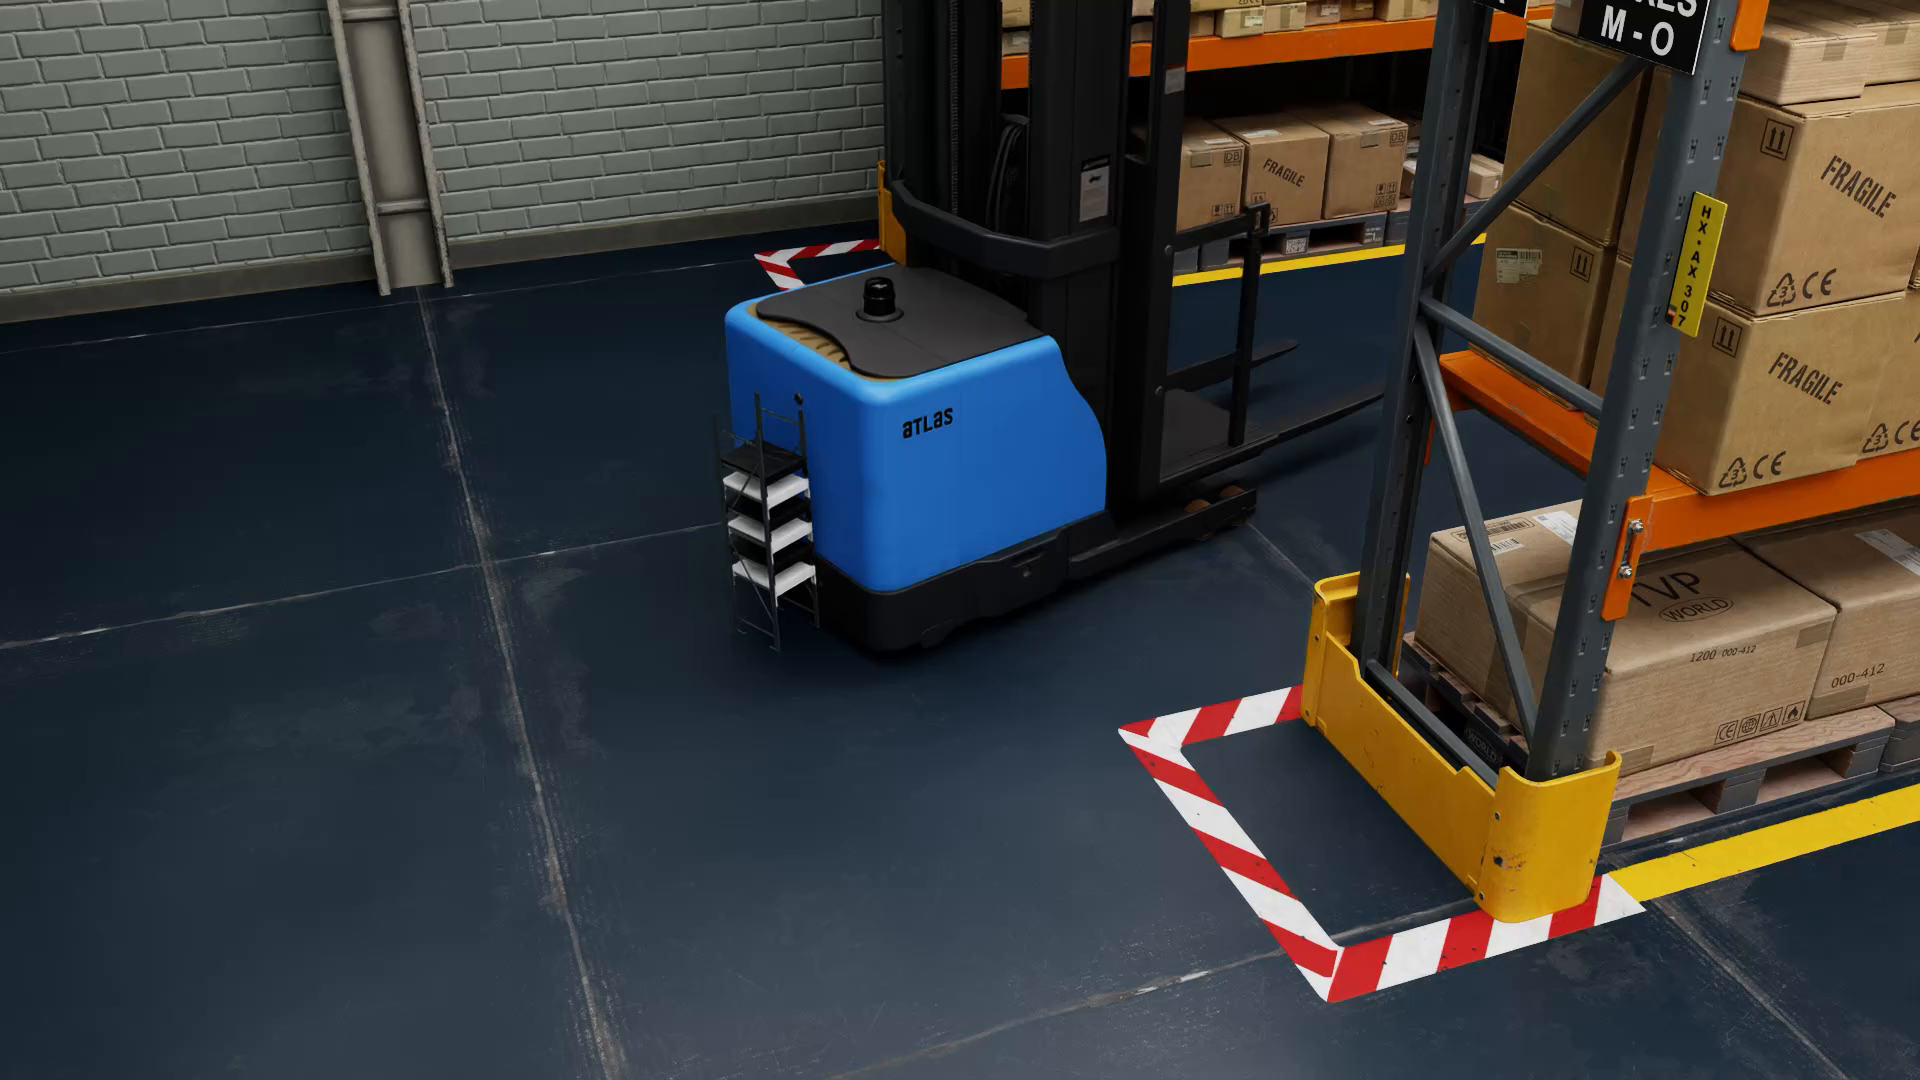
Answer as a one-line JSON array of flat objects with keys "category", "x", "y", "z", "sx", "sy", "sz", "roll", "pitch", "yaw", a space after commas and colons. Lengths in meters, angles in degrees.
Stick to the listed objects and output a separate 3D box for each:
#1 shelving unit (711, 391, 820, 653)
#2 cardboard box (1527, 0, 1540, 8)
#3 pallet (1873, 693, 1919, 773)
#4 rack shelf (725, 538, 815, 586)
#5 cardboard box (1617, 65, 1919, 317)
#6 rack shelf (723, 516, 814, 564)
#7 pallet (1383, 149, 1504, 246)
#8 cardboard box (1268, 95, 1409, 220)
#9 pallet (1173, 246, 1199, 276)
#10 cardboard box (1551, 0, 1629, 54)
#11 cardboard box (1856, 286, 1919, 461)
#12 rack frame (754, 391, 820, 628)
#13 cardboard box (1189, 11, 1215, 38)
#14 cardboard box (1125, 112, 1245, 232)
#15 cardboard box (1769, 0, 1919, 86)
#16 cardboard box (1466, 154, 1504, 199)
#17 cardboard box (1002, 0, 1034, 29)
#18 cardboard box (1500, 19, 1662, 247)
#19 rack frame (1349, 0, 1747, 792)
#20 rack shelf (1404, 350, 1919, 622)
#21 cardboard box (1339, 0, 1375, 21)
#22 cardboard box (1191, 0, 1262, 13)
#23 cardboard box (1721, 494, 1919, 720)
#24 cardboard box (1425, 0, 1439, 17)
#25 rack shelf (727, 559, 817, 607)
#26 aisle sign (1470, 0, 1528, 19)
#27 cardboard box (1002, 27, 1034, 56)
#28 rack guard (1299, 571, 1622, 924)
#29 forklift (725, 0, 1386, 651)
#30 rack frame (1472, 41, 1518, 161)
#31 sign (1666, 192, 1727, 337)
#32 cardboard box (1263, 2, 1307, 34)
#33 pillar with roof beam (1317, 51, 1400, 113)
[{"category": "shelving unit", "x": -0.687, "y": -0.056, "z": 5.933, "sx": 0.258, "sy": 0.900, "sz": 0.210, "roll": 23, "pitch": 39, "yaw": 34}, {"category": "cardboard box", "x": 3.102, "y": -3.147, "z": 9.497, "sx": 0.250, "sy": 0.149, "sz": 0.380, "roll": -10, "pitch": 31, "yaw": -16}, {"category": "pallet", "x": 3.398, "y": 0.338, "z": 5.944, "sx": 1.213, "sy": 0.211, "sz": 1.003, "roll": -10, "pitch": 31, "yaw": -18}, {"category": "rack shelf", "x": -0.684, "y": 0.049, "z": 5.997, "sx": 0.258, "sy": 0.077, "sz": 0.200, "roll": 23, "pitch": 39, "yaw": 34}, {"category": "cardboard box", "x": 2.084, "y": -0.919, "z": 4.222, "sx": 0.500, "sy": 0.500, "sz": 0.500, "roll": -11, "pitch": 32, "yaw": -19}, {"category": "rack shelf", "x": -0.686, "y": -0.028, "z": 5.951, "sx": 0.258, "sy": 0.077, "sz": 0.200, "roll": 23, "pitch": 39, "yaw": 34}, {"category": "pallet", "x": 2.905, "y": -2.154, "z": 10.317, "sx": 1.213, "sy": 0.211, "sz": 1.003, "roll": -10, "pitch": 31, "yaw": -18}, {"category": "cardboard box", "x": 2.194, "y": -2.260, "z": 9.787, "sx": 0.500, "sy": 0.500, "sz": 0.700, "roll": -12, "pitch": 32, "yaw": -19}, {"category": "pallet", "x": 0.618, "y": -1.732, "z": 9.578, "sx": 1.213, "sy": 0.211, "sz": 1.003, "roll": -10, "pitch": 31, "yaw": -18}, {"category": "cardboard box", "x": 1.801, "y": -1.405, "z": 4.420, "sx": 0.250, "sy": 0.149, "sz": 0.380, "roll": -10, "pitch": 31, "yaw": -17}, {"category": "cardboard box", "x": 2.549, "y": -0.584, "z": 4.644, "sx": 0.500, "sy": 0.500, "sz": 0.500, "roll": -11, "pitch": 31, "yaw": -18}, {"category": "rack frame", "x": -0.621, "y": -0.097, "z": 5.999, "sx": 0.240, "sy": 0.900, "sz": 0.006, "roll": 23, "pitch": 39, "yaw": 34}, {"category": "cardboard box", "x": 1.166, "y": -2.804, "z": 8.895, "sx": 0.250, "sy": 0.149, "sz": 0.380, "roll": -10, "pitch": 31, "yaw": -17}, {"category": "cardboard box", "x": 1.221, "y": -2.080, "z": 9.472, "sx": 0.500, "sy": 0.500, "sz": 0.700, "roll": -9, "pitch": 31, "yaw": -16}, {"category": "cardboard box", "x": 2.185, "y": -1.261, "z": 4.168, "sx": 0.250, "sy": 0.149, "sz": 0.380, "roll": -10, "pitch": 31, "yaw": -16}, {"category": "cardboard box", "x": 3.129, "y": -2.195, "z": 10.028, "sx": 0.250, "sy": 0.149, "sz": 0.380, "roll": -11, "pitch": 32, "yaw": -19}, {"category": "cardboard box", "x": 0.319, "y": -2.810, "z": 8.504, "sx": 0.500, "sy": 0.250, "sz": 0.500, "roll": -10, "pitch": 31, "yaw": -17}, {"category": "cardboard box", "x": 1.903, "y": -1.162, "z": 4.649, "sx": 0.500, "sy": 0.500, "sz": 0.500, "roll": -9, "pitch": 31, "yaw": -16}, {"category": "rack frame", "x": 1.534, "y": -0.491, "z": 4.581, "sx": 0.127, "sy": 3.000, "sz": 1.000, "roll": -10, "pitch": 31, "yaw": -18}, {"category": "rack shelf", "x": 3.409, "y": -0.523, "z": 5.365, "sx": 4.000, "sy": 0.370, "sz": 1.077, "roll": -10, "pitch": 31, "yaw": -18}, {"category": "cardboard box", "x": 2.101, "y": -3.008, "z": 9.254, "sx": 0.250, "sy": 0.149, "sz": 0.380, "roll": -10, "pitch": 31, "yaw": -17}, {"category": "cardboard box", "x": 1.266, "y": -2.986, "z": 8.813, "sx": 0.500, "sy": 0.250, "sz": 0.500, "roll": -11, "pitch": 31, "yaw": -19}, {"category": "cardboard box", "x": 2.973, "y": 0.118, "z": 5.677, "sx": 0.875, "sy": 0.438, "sz": 0.875, "roll": -10, "pitch": 31, "yaw": -16}, {"category": "cardboard box", "x": 2.611, "y": -3.058, "z": 9.341, "sx": 0.250, "sy": 0.149, "sz": 0.380, "roll": -10, "pitch": 31, "yaw": -16}, {"category": "rack shelf", "x": -0.682, "y": 0.127, "z": 6.043, "sx": 0.258, "sy": 0.077, "sz": 0.200, "roll": 23, "pitch": 39, "yaw": 34}, {"category": "aisle sign", "x": 1.359, "y": -1.752, "z": 4.168, "sx": 0.004, "sy": 0.787, "sz": 0.394, "roll": -10, "pitch": 31, "yaw": -18}, {"category": "cardboard box", "x": 0.204, "y": -2.613, "z": 8.560, "sx": 0.250, "sy": 0.149, "sz": 0.380, "roll": -11, "pitch": 31, "yaw": -18}, {"category": "rack guard", "x": 1.512, "y": 0.600, "z": 5.192, "sx": 0.348, "sy": 0.500, "sz": 1.175, "roll": -10, "pitch": 31, "yaw": -18}, {"category": "forklift", "x": 0.598, "y": -1.457, "z": 6.346, "sx": 3.031, "sy": 2.935, "sz": 1.130, "roll": -21, "pitch": 36, "yaw": -32}, {"category": "rack frame", "x": 3.549, "y": -3.483, "z": 9.834, "sx": 0.127, "sy": 3.000, "sz": 1.000, "roll": -10, "pitch": 31, "yaw": -18}, {"category": "sign", "x": 1.722, "y": -0.643, "z": 3.893, "sx": 0.005, "sy": 0.325, "sz": 0.100, "roll": -10, "pitch": 31, "yaw": -18}, {"category": "cardboard box", "x": 1.668, "y": -2.867, "z": 9.007, "sx": 0.250, "sy": 0.149, "sz": 0.380, "roll": -10, "pitch": 31, "yaw": -16}, {"category": "pillar with roof beam", "x": 4.083, "y": -4.391, "z": 5.366, "sx": 0.400, "sy": 9.000, "sz": 9.100, "roll": -10, "pitch": 31, "yaw": -18}]
